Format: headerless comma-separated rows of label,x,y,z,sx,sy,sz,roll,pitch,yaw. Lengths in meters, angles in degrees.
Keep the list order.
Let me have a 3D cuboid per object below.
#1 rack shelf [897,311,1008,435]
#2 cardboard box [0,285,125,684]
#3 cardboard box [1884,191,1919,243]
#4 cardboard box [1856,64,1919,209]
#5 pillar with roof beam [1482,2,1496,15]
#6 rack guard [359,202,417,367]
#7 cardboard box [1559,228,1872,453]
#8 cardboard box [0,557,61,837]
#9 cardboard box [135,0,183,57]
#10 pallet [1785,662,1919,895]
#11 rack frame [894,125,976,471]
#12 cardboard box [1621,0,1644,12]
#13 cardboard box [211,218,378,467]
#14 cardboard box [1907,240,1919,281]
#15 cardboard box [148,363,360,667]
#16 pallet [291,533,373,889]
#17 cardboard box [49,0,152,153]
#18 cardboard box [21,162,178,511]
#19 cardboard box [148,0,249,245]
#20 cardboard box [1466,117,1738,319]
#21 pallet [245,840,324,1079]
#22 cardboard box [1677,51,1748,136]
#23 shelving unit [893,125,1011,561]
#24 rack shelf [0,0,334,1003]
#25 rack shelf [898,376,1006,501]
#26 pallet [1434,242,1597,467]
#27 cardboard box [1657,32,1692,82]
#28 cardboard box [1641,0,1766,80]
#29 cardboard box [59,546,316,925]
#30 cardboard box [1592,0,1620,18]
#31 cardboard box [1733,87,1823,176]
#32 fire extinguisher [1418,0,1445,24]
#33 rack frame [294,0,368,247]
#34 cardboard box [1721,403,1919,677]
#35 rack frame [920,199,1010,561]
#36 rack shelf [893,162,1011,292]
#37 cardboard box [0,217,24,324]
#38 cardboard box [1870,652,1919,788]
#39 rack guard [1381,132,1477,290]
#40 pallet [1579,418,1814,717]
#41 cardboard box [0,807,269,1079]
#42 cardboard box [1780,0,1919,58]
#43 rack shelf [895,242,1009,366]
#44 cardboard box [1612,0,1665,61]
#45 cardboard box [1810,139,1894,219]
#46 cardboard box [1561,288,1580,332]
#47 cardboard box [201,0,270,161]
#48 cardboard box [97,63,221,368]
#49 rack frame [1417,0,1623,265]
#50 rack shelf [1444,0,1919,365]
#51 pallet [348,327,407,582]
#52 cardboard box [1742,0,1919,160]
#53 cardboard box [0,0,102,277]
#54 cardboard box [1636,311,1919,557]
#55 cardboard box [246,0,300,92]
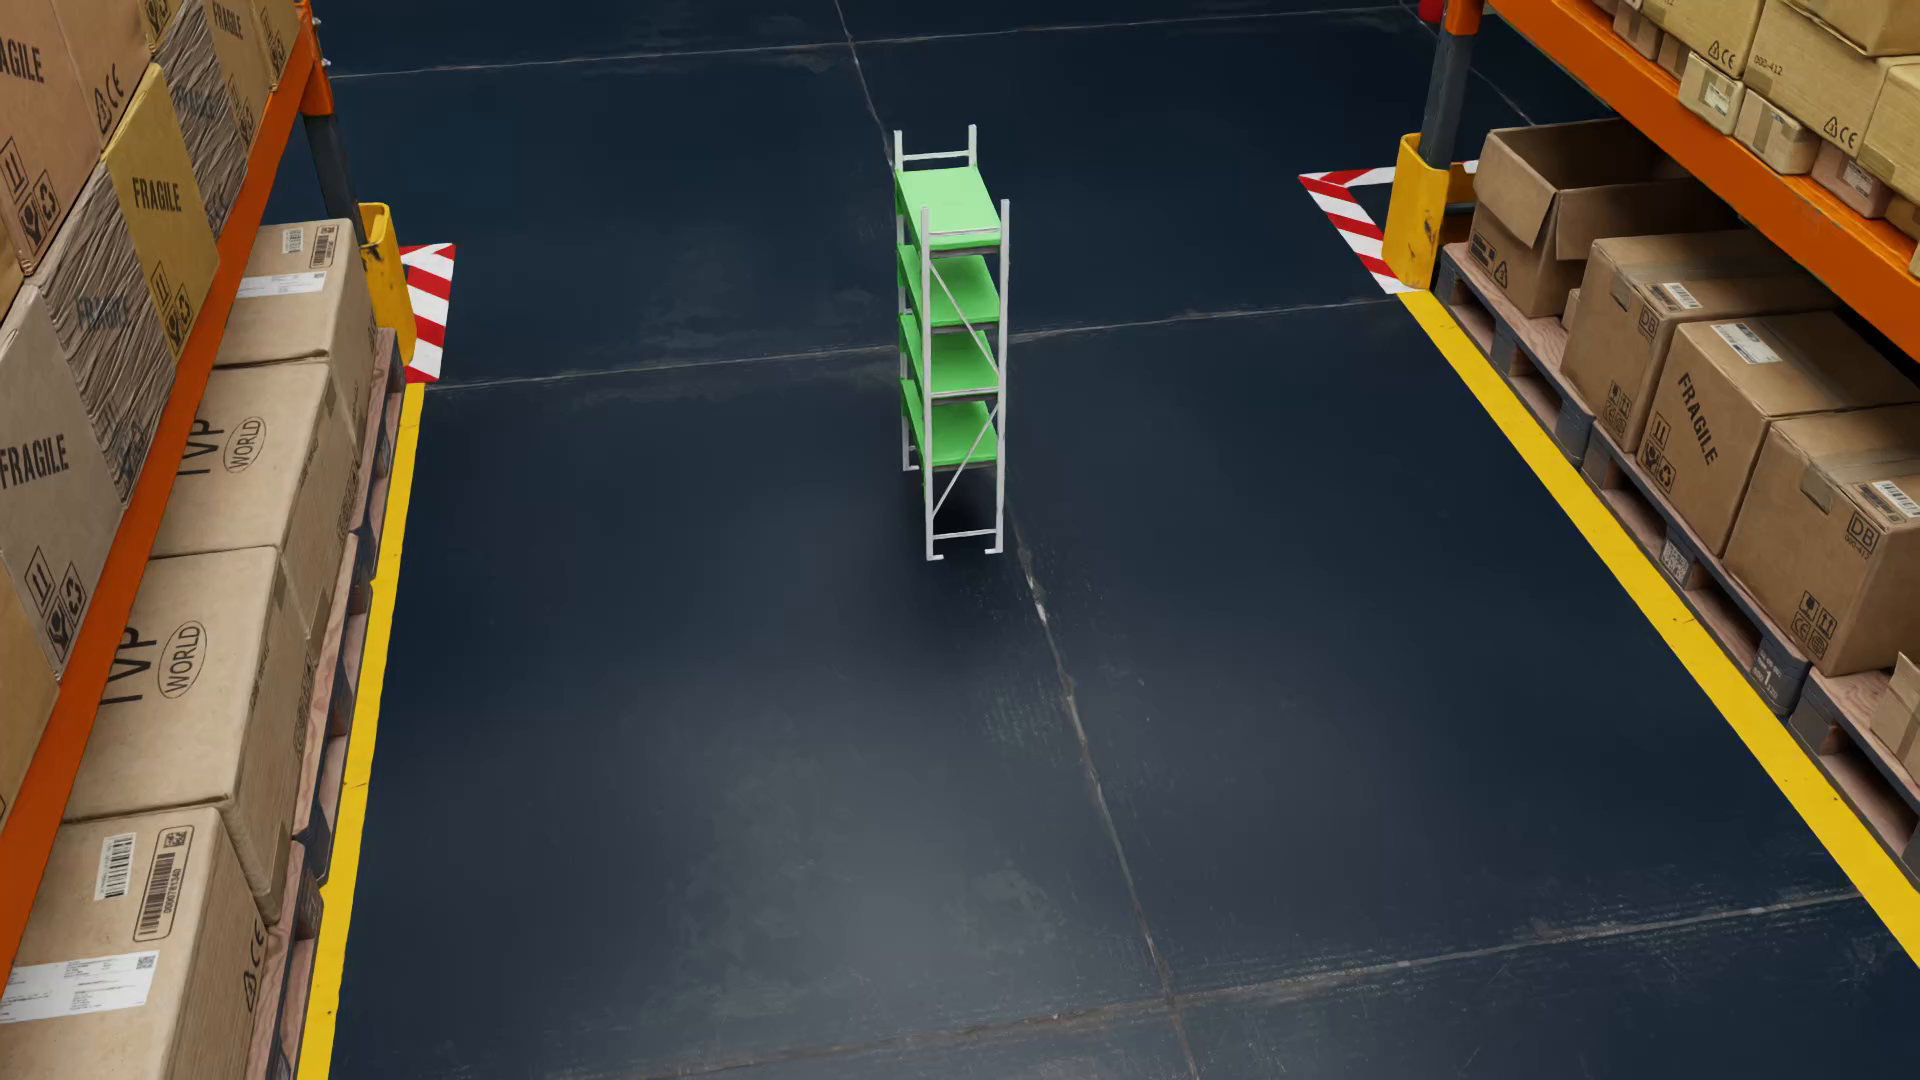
rack shelf,-0.029,-0.523,5.050,0.258,0.148,0.480,-6,38,-8
cardboard box,-1.808,-0.074,2.819,0.500,0.500,0.500,-6,38,-8
cardboard box,2.519,-0.811,4.053,0.380,0.149,0.250,-6,38,-7
cardboard box,2.481,-0.898,3.840,0.500,0.250,0.500,-6,38,-8
pillar with roof beam,-1.538,-6.002,5.641,9.100,9.000,0.400,-6,38,-8
rack guard,-2.604,-0.862,5.952,1.175,0.500,0.348,-6,38,-8
cardboard box,2.411,-0.649,5.336,0.700,0.500,0.500,-5,38,-6
cardboard box,-1.723,0.231,2.427,0.500,0.500,0.500,-5,38,-6
cardboard box,-2.077,-1.392,3.700,0.500,0.500,0.500,-6,38,-8
pallet,2.868,0.732,4.136,1.003,0.211,1.213,-6,38,-8
rack frame,-0.072,-0.721,5.200,0.240,1.200,0.015,-6,38,-8
cardboard box,2.189,-1.821,5.029,0.500,0.250,0.500,-6,38,-7
cardboard box,-2.386,-0.601,5.324,0.875,0.438,0.875,-7,38,-9
cardboard box,2.455,-0.643,3.837,0.380,0.149,0.250,-7,38,-9
cardboard box,-2.217,-0.049,4.614,0.875,0.438,0.875,-5,38,-7
pallet,-2.172,0.477,4.464,1.003,0.211,1.213,-6,38,-8
cardboard box,-1.991,-1.088,3.308,0.500,0.500,0.500,-6,38,-8
cardboard box,-1.888,-0.375,3.206,0.500,0.500,0.500,-6,38,-8
cardboard box,-2.082,-0.997,4.006,0.500,0.500,0.500,-5,38,-7
cardboard box,2.300,-1.171,6.005,0.797,0.503,0.637,-8,38,-10
pallet,-1.955,1.215,3.514,1.003,0.211,1.213,-6,38,-8
cardboard box,2.250,-1.260,4.631,0.380,0.149,0.250,-7,38,-9
shelving unit,-0.029,-0.574,5.011,0.258,1.200,0.503,-6,38,-8
rack shelf,-2.250,-0.342,3.832,1.077,0.370,4.000,-6,38,-8
rack shelf,-0.029,-0.334,5.197,0.258,0.148,0.480,-6,38,-8
pallet,2.440,-0.742,6.033,1.003,0.211,1.213,-6,38,-8
cardboard box,2.280,-1.421,4.838,0.380,0.149,0.250,-6,38,-7
cardboard box,2.281,-1.515,4.635,0.500,0.250,0.500,-7,38,-9
cardboard box,-2.061,0.496,3.912,0.875,0.438,0.875,-7,38,-9
cardboard box,2.244,-1.740,5.249,0.380,0.149,0.250,-7,38,-9
cardboard box,2.317,-1.103,4.429,0.380,0.149,0.250,-5,38,-7
fire extinguisher,1.805,-2.232,6.045,0.296,0.674,0.183,-6,38,-8
rack frame,-2.600,-1.834,5.166,1.000,3.000,0.127,-6,38,-8
cardboard box,2.593,-0.022,4.529,0.700,0.500,0.500,-8,38,-10
rack frame,0.014,-0.426,4.821,0.240,1.200,0.015,-6,38,-8
rack shelf,-0.029,-0.902,4.755,0.258,0.148,0.480,-6,38,-8
cardboard box,-1.826,-0.472,2.516,0.500,0.500,0.500,-7,38,-9
cardboard box,2.538,0.439,4.126,0.396,0.266,0.258,-5,38,-6
rack guard,2.299,-1.337,6.564,1.175,0.500,0.348,-6,38,-8
pallet,2.651,-0.007,5.087,1.003,0.211,1.213,-6,38,-8
cardboard box,-1.903,1.037,3.217,0.875,0.438,0.875,-7,38,-9
cardboard box,2.364,-1.516,4.025,0.500,0.500,0.500,-5,38,-7
rack shelf,-0.029,-0.713,4.903,0.258,0.148,0.480,-6,38,-8
cardboard box,2.228,-1.580,5.044,0.380,0.149,0.250,-5,38,-7
cardboard box,2.430,-0.955,4.239,0.380,0.149,0.250,-6,38,-8
cardboard box,2.336,-0.770,5.778,0.380,0.149,0.250,-8,38,-10
cardboard box,-2.182,-1.306,4.405,0.500,0.500,0.500,-7,38,-9
cardboard box,-1.979,-0.686,3.607,0.500,0.500,0.500,-5,38,-7
rack frame,2.286,-2.370,5.856,1.000,3.000,0.127,-6,38,-8
rack shelf,2.637,-0.878,4.522,1.077,0.370,4.000,-6,38,-8
pallet,-2.383,-0.259,5.411,1.003,0.211,1.213,-6,38,-8
cardboard box,2.392,-1.209,4.241,0.500,0.250,0.500,-7,38,-9
cardboard box,-1.905,-0.783,2.916,0.500,0.500,0.500,-6,38,-7
cardboard box,2.406,-0.319,4.911,0.500,0.500,0.500,-6,38,-7
cardboard box,-2.255,-1.611,4.797,0.500,0.500,0.500,-6,38,-8
